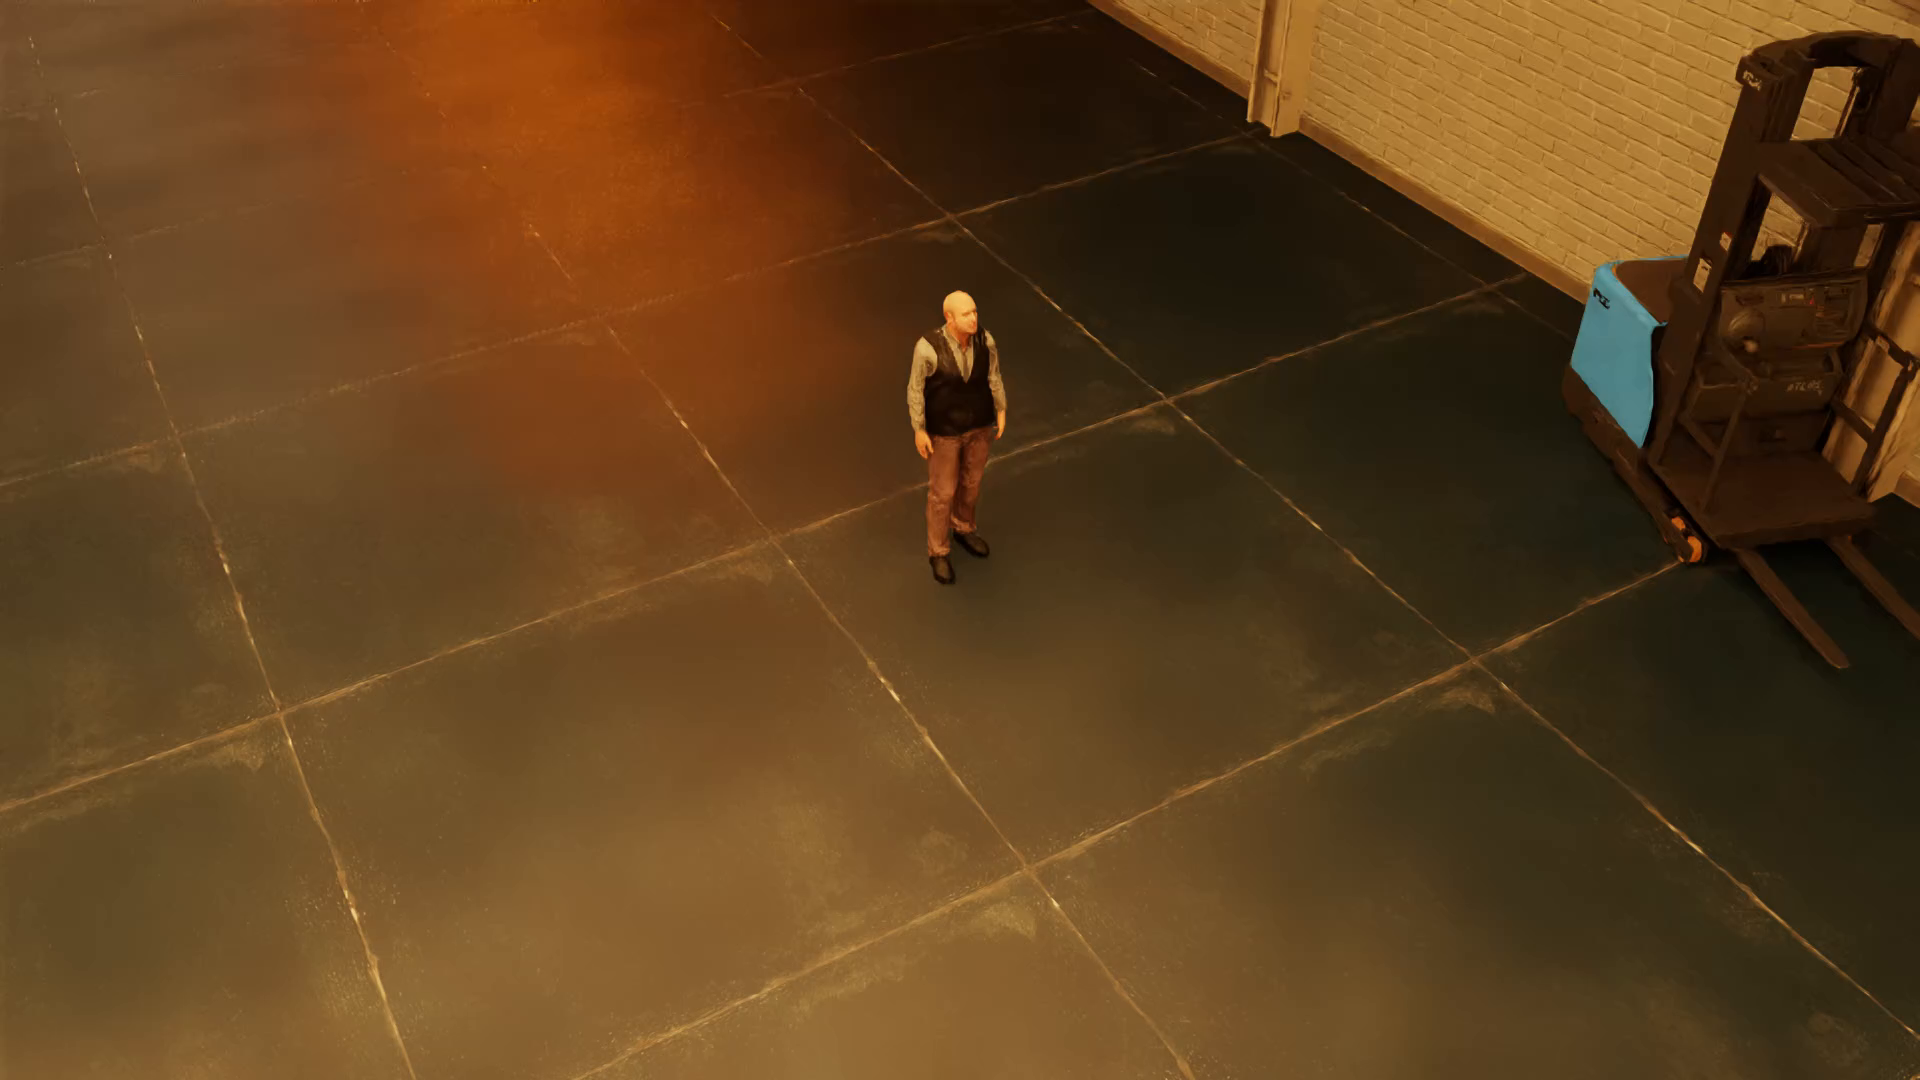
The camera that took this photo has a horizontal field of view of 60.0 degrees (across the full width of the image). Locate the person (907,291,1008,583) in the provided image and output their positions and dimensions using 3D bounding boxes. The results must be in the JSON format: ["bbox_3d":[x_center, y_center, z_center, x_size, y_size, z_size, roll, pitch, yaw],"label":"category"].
[{"bbox_3d":[0.024,-0.631,9.733,0.632,1.720,0.567,-20,44,-23],"label":"person"}]

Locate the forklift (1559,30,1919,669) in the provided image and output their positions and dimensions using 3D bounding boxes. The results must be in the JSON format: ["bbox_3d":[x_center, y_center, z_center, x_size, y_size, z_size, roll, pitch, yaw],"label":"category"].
[{"bbox_3d":[4.890,-1.239,9.530,1.130,2.935,3.031,-7,40,-8],"label":"forklift"}]
